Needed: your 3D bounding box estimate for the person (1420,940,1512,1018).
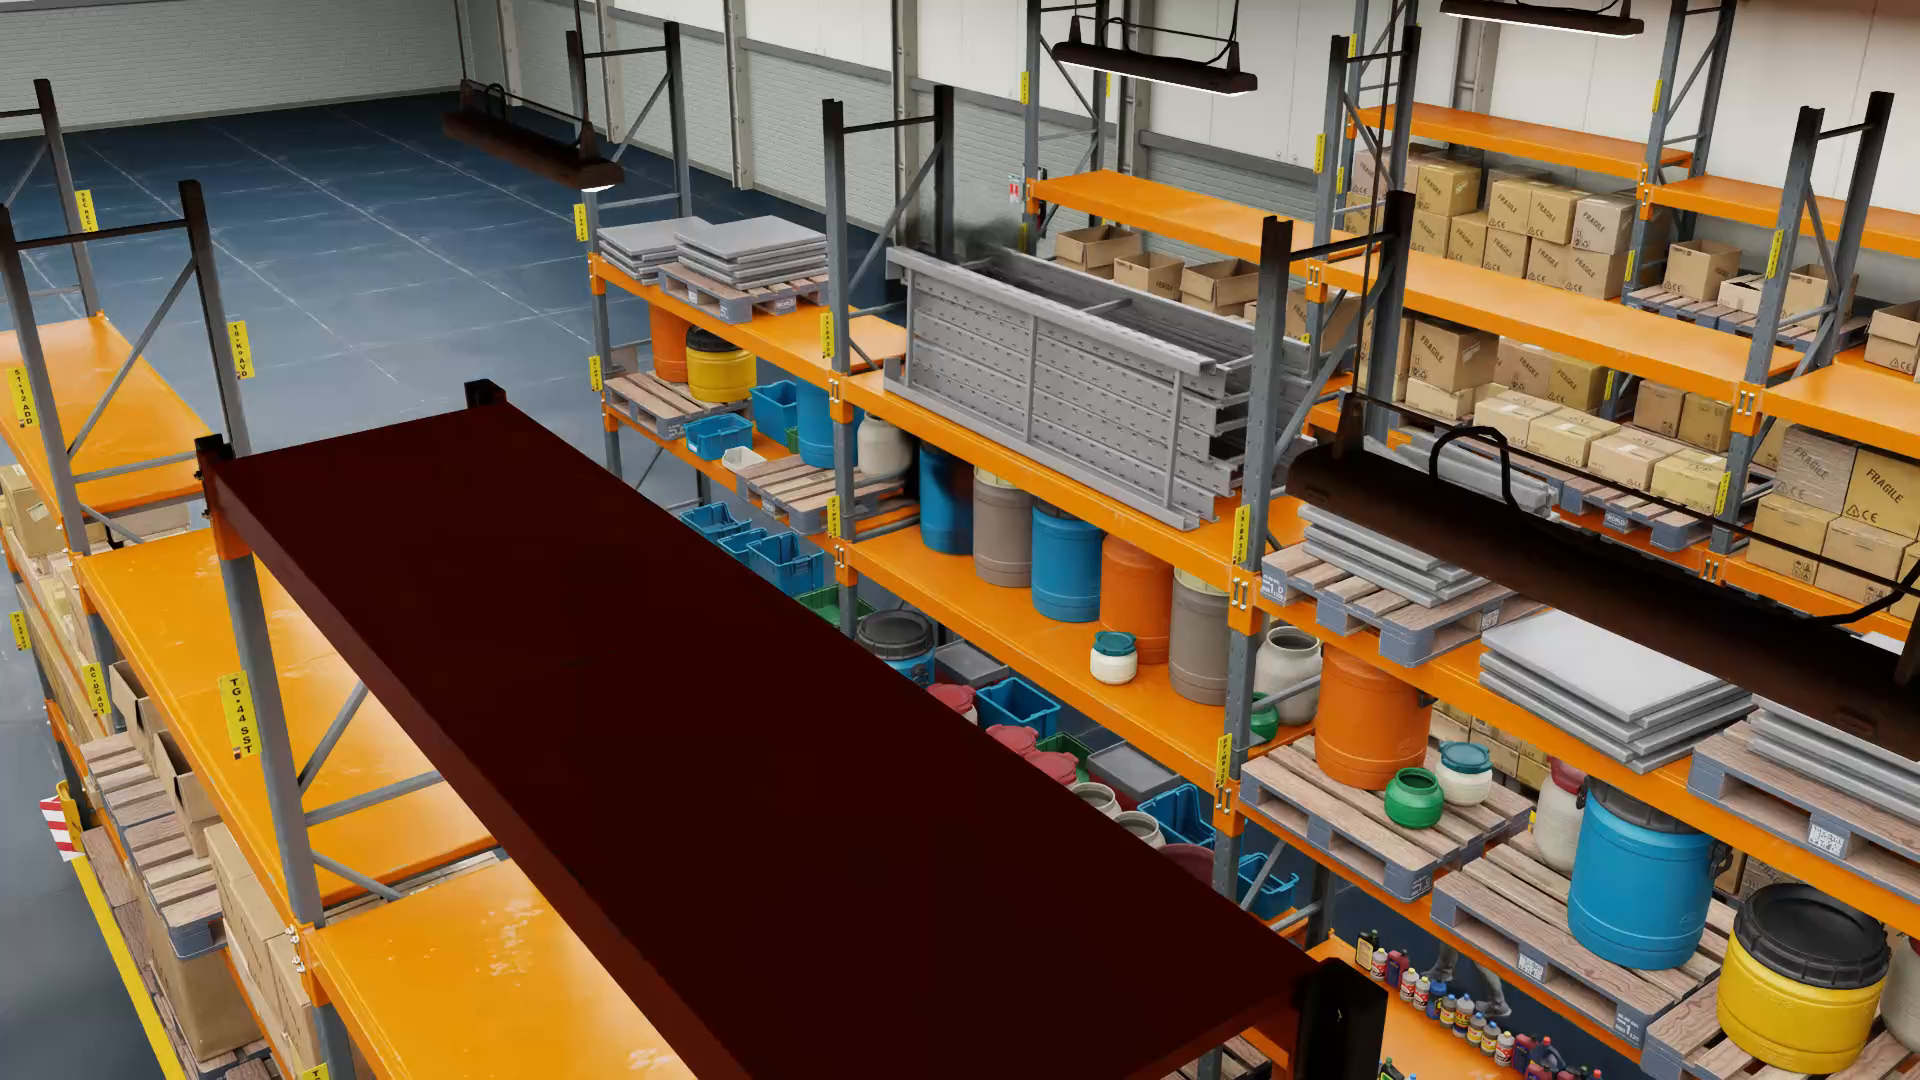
[{"bbox_3d":[3.542,2.546,11.484,0.584,1.754,0.760,-18,30,-34],"label":"person"}]
